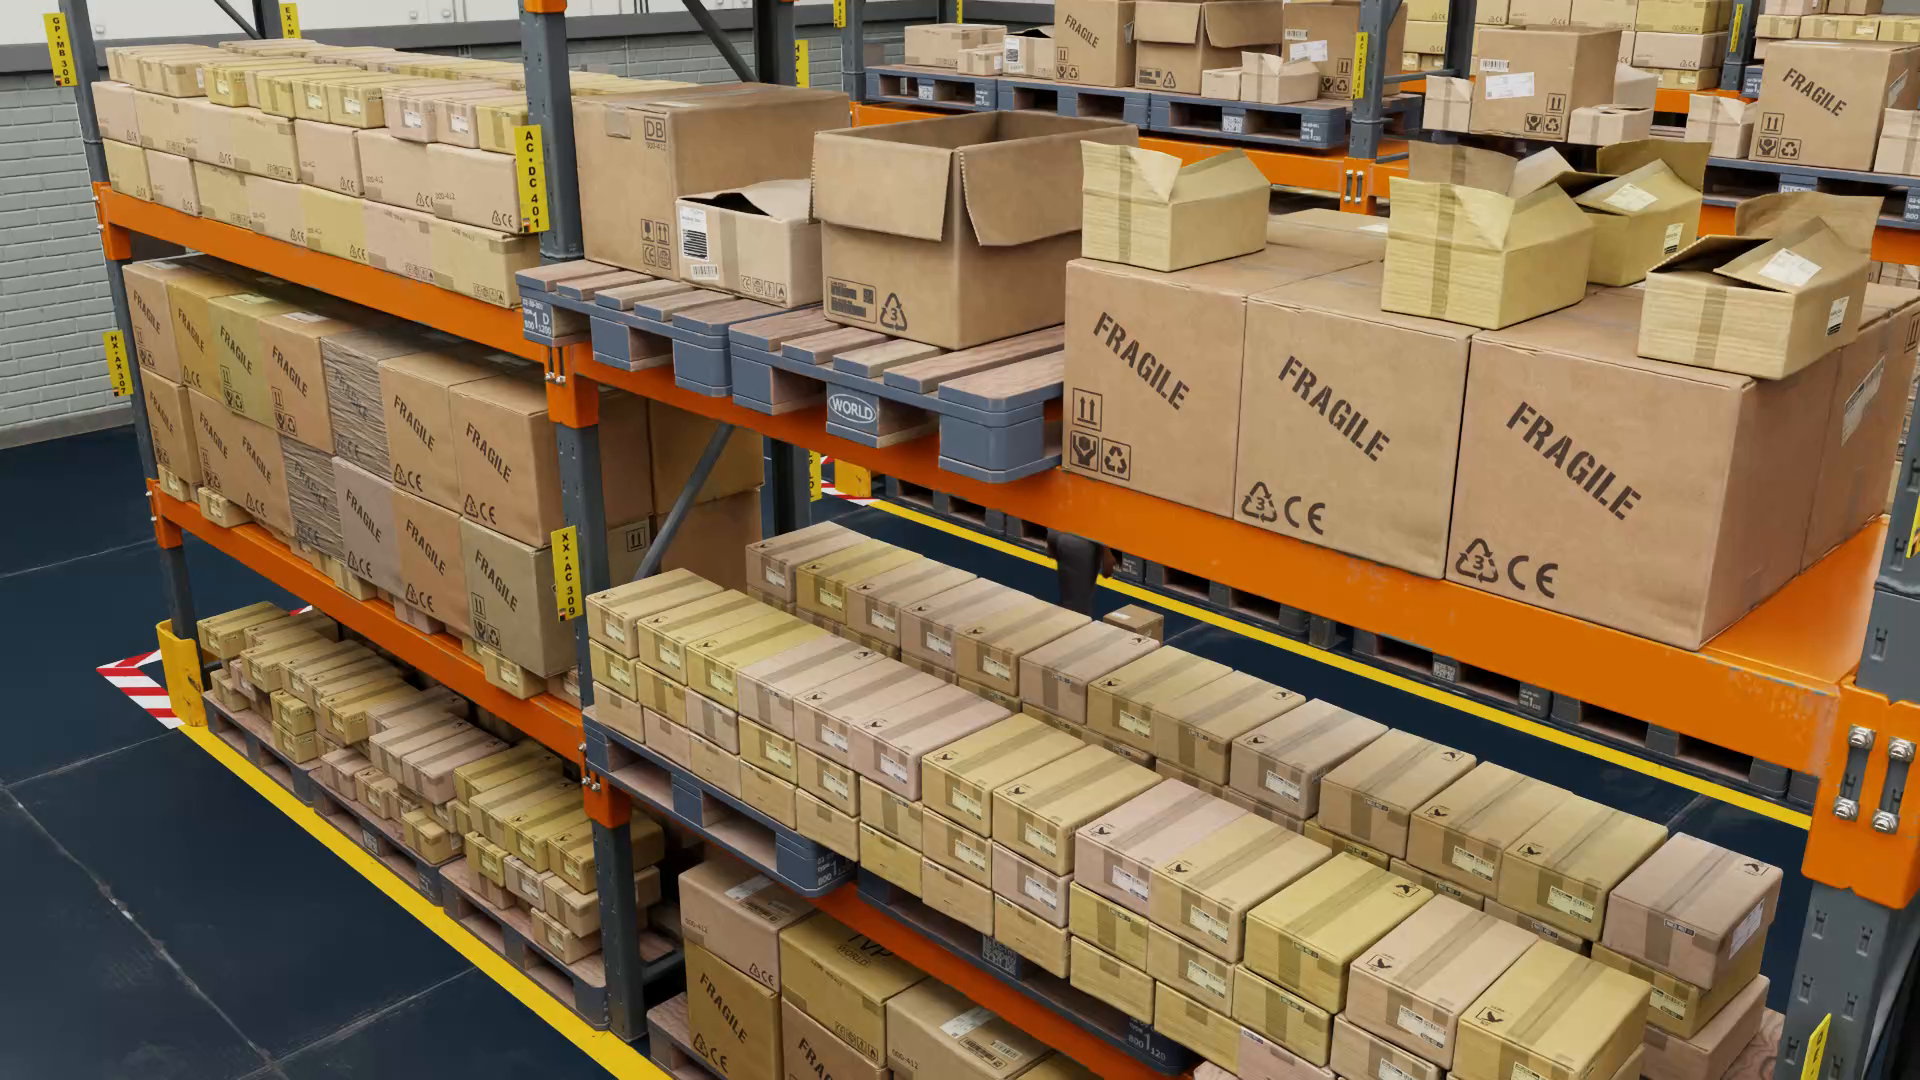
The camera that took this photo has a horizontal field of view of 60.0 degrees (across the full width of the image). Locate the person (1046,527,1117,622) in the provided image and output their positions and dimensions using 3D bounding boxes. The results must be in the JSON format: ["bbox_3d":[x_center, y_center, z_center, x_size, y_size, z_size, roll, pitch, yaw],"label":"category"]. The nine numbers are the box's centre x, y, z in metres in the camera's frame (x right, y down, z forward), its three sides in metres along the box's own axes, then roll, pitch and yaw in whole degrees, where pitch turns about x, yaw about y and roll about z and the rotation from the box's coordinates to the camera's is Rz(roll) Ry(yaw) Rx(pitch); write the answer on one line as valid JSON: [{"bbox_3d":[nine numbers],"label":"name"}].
[{"bbox_3d":[0.720,-0.006,9.078,0.582,1.649,0.501,-8,22,-20],"label":"person"}]
